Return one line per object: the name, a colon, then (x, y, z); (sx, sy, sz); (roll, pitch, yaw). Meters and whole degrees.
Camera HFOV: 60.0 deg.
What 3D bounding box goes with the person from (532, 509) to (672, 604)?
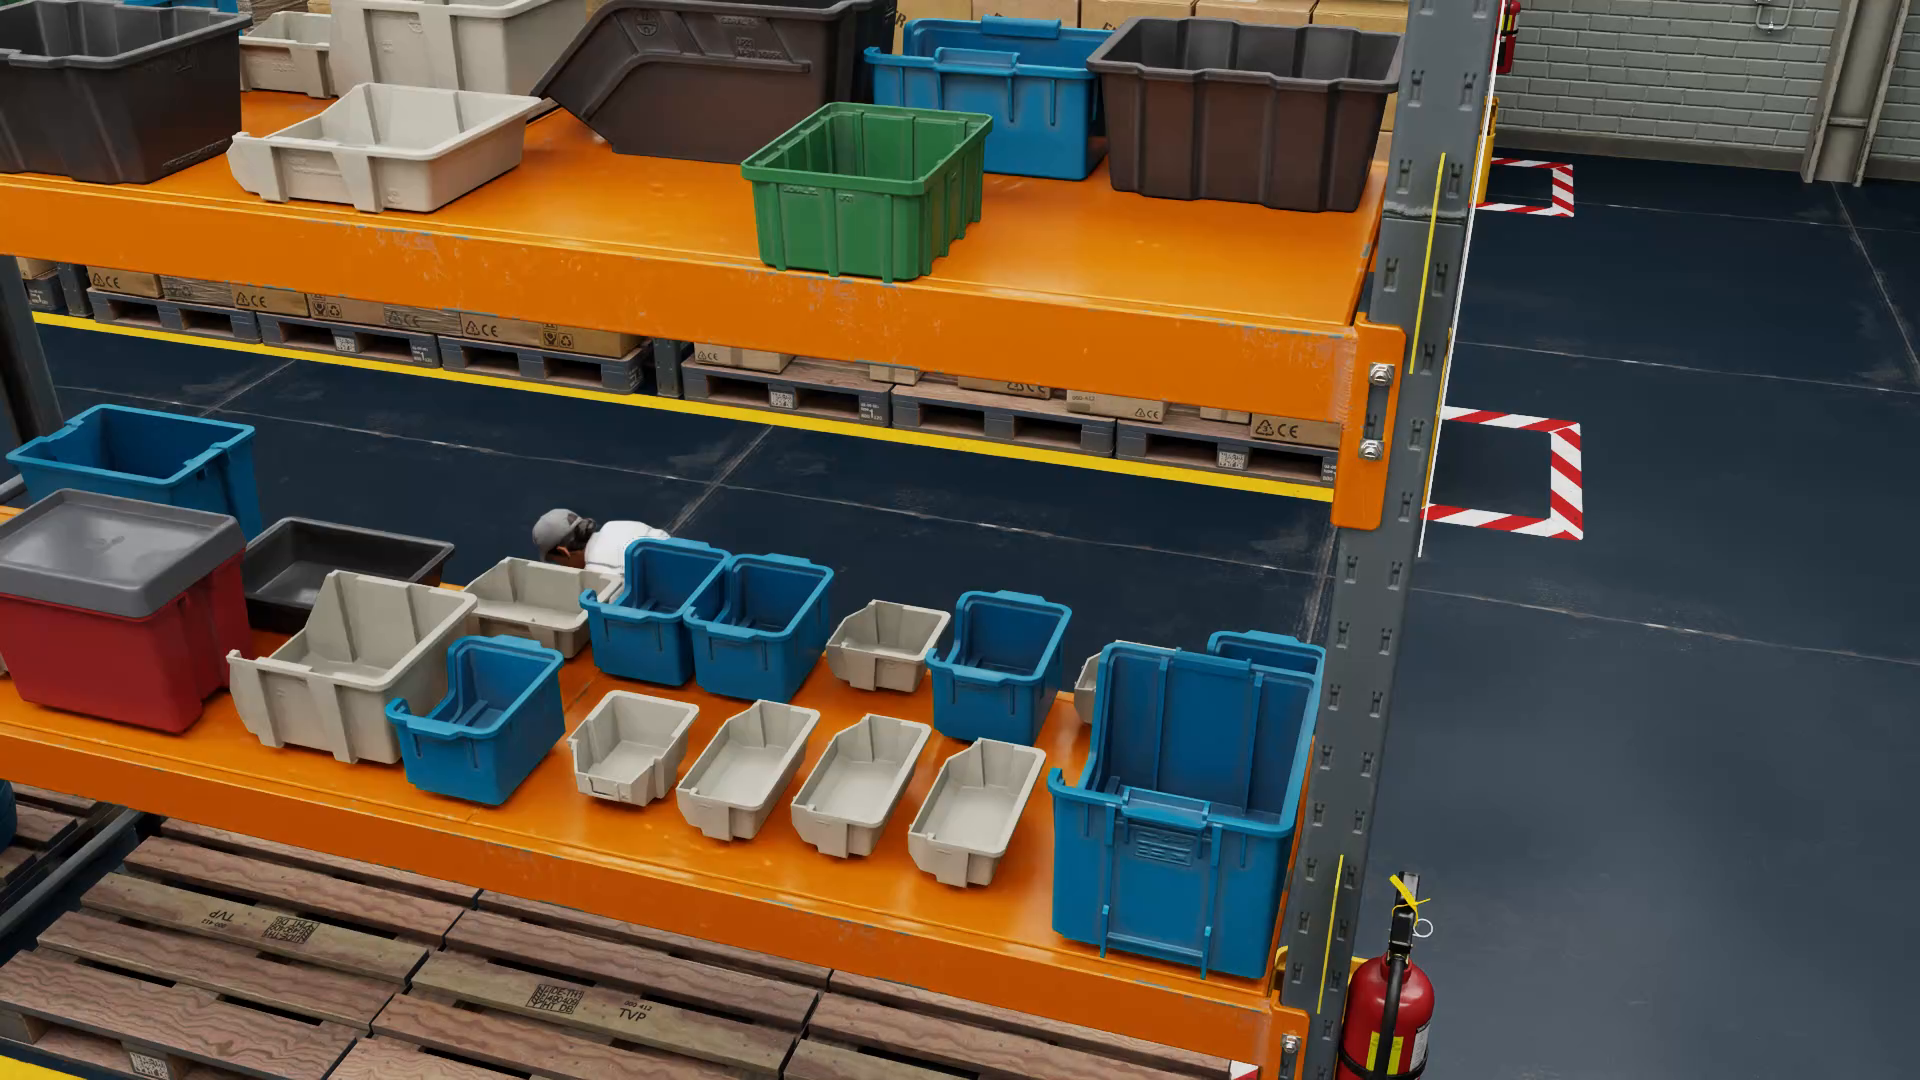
person: (-1.151, 0.330, 6.282); (0.875, 0.949, 0.496); (8, 30, 14)
